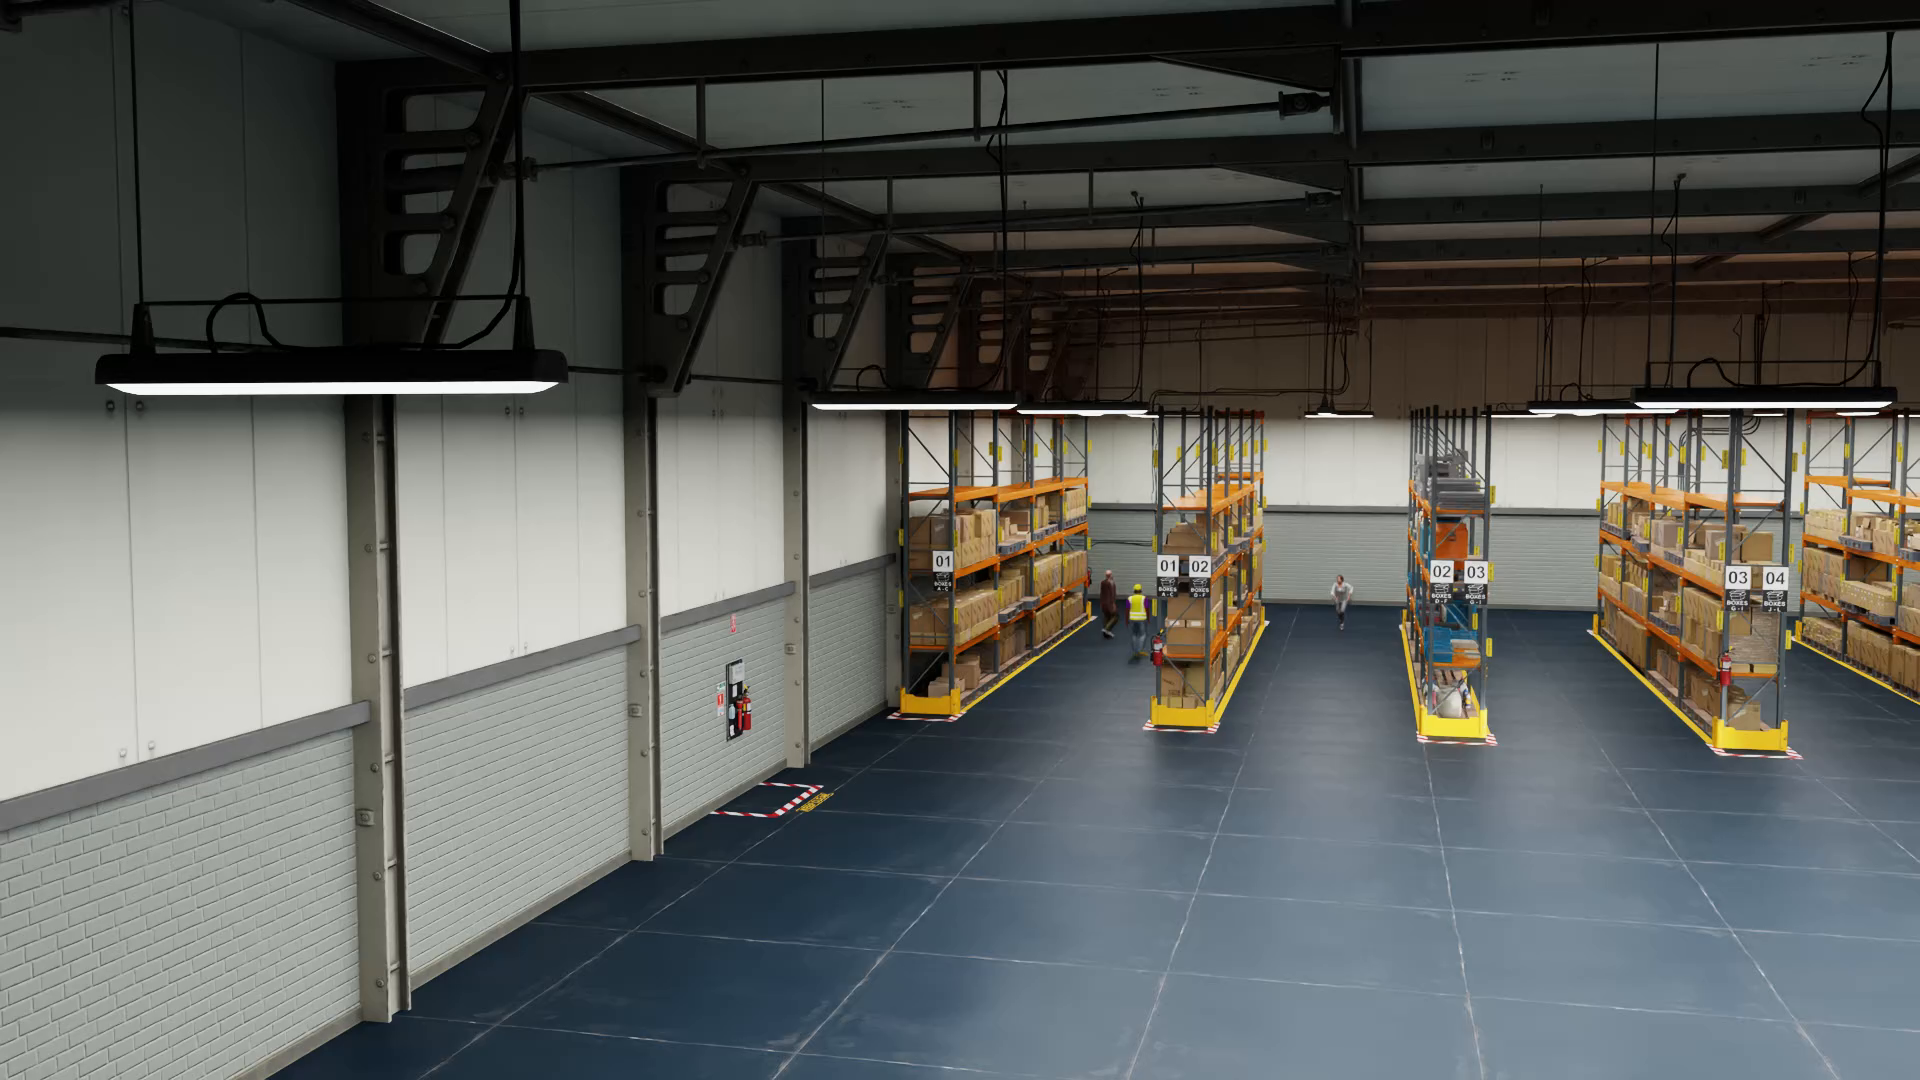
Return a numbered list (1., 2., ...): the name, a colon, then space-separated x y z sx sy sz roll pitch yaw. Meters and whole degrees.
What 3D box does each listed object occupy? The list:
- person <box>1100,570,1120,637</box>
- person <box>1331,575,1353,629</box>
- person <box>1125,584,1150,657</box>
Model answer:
1. person: 3.894 1.688 43.881 0.558 1.779 0.636 -2 5 -30
2. person: 10.444 1.689 45.457 0.572 1.514 0.789 2 4 24
3. person: 4.300 1.952 40.296 0.603 1.767 0.565 1 4 19
